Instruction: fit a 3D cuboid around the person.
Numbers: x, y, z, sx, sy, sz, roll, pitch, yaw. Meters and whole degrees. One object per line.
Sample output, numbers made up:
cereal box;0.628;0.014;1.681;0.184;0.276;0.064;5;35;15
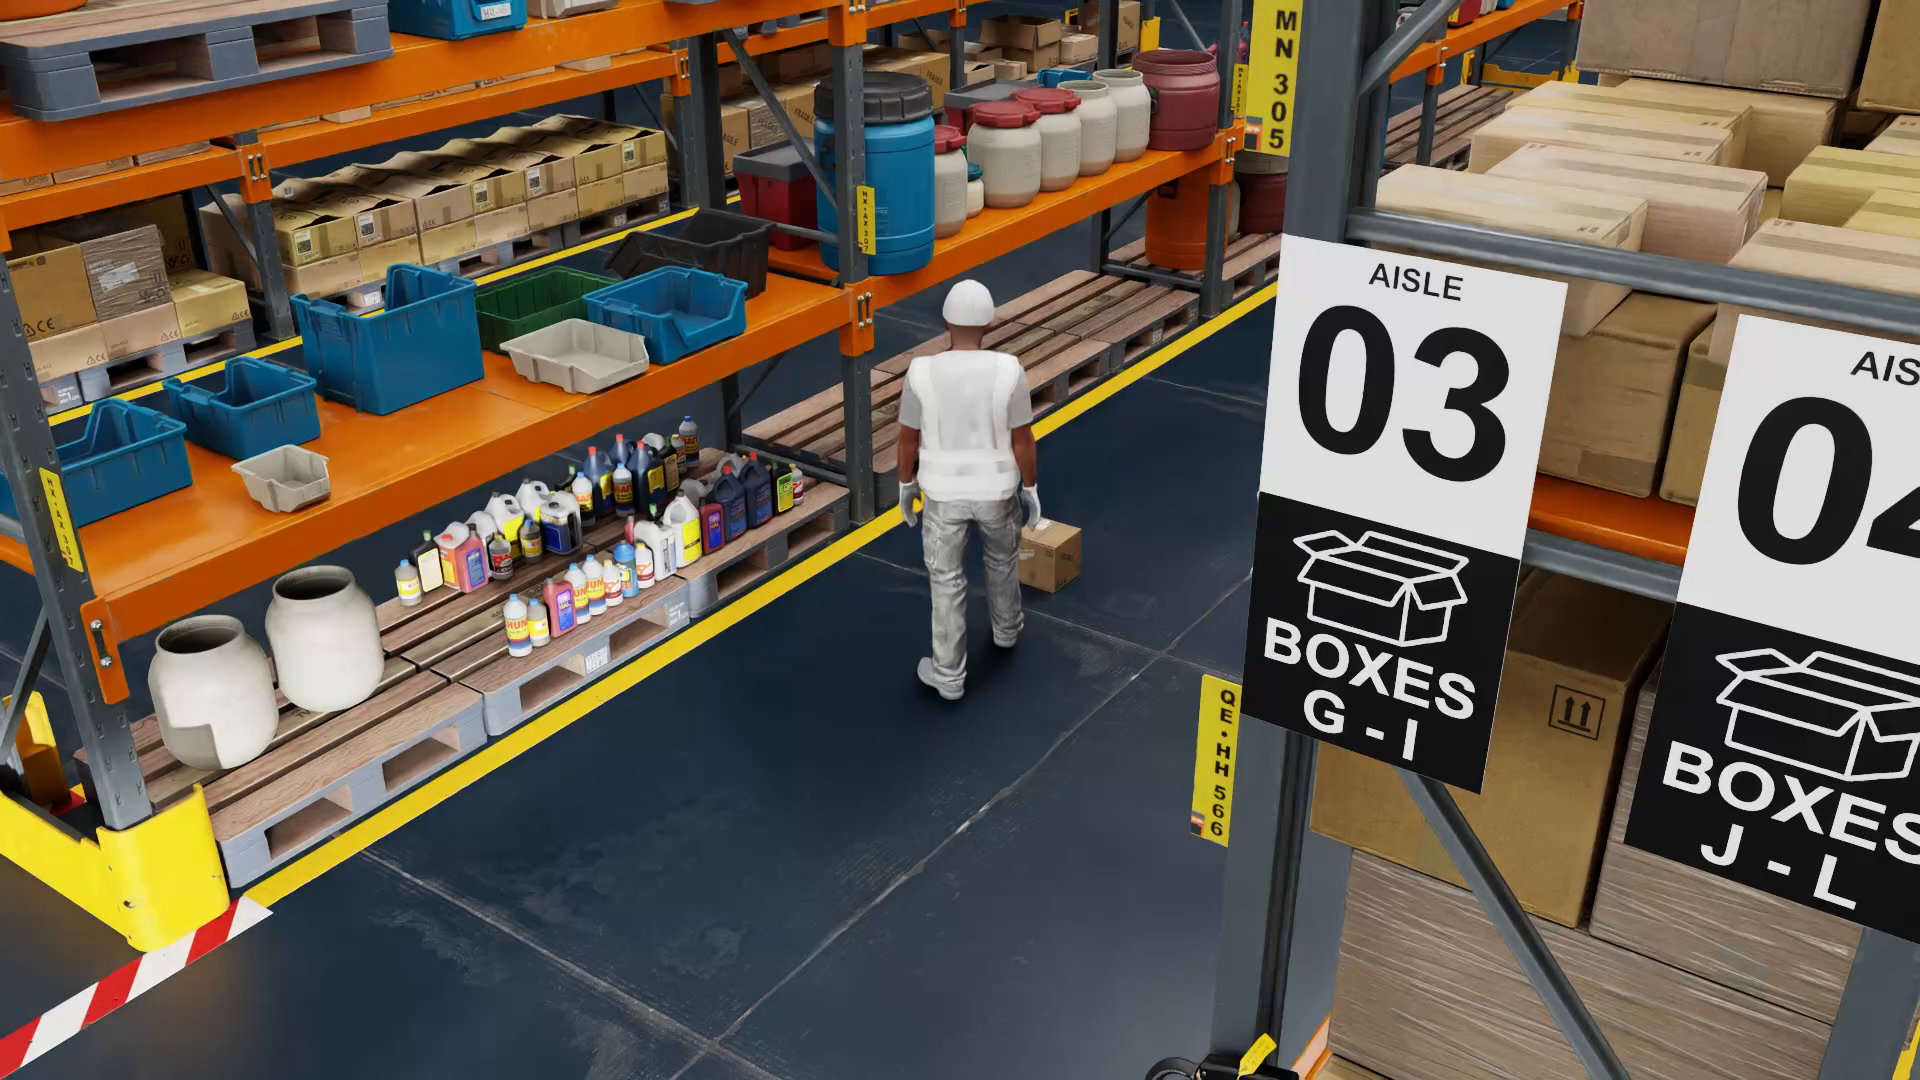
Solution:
person;0.031;-0.262;7.084;0.599;1.767;0.729;-1;27;-3
